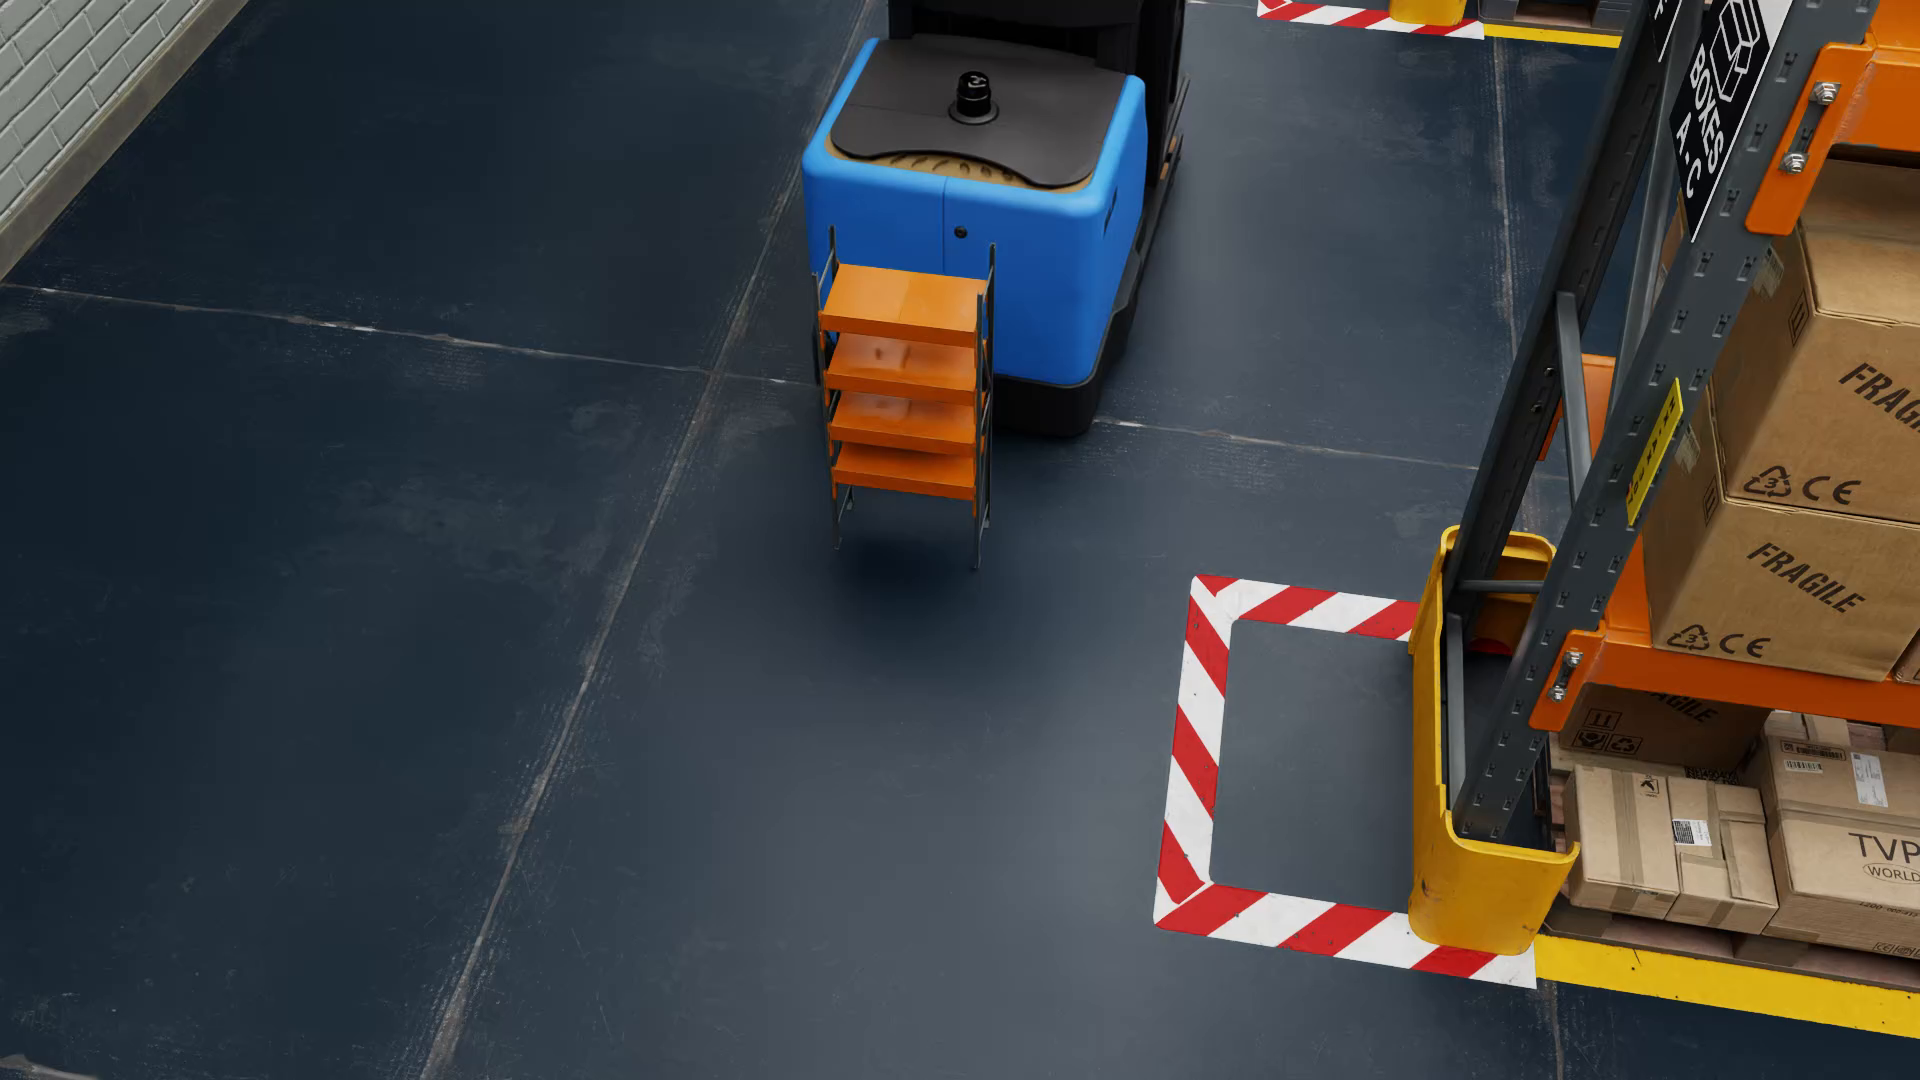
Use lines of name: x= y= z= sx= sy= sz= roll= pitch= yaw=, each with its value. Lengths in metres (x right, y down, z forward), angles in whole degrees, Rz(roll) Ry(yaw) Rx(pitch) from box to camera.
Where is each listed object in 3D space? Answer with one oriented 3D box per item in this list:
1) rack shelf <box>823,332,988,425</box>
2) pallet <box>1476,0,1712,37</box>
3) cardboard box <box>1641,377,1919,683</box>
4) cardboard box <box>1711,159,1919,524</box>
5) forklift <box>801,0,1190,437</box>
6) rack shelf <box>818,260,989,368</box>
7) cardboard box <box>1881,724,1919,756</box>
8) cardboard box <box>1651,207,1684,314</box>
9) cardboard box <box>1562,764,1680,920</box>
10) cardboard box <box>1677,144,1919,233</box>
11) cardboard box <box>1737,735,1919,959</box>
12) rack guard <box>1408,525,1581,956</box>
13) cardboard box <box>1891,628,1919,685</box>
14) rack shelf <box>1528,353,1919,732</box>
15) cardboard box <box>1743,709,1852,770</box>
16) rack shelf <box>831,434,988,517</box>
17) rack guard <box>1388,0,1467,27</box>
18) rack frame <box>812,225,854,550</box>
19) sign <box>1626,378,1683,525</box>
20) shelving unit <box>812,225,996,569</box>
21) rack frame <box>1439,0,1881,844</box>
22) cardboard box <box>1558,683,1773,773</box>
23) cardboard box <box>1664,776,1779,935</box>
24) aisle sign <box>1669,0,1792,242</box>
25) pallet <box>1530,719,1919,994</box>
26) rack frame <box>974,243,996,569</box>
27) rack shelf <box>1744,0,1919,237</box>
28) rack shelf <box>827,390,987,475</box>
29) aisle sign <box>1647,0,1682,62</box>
rack shelf: x=-0.163 y=-0.527 z=5.207 sx=0.480 sy=0.148 sz=0.258 roll=8 pitch=49 yaw=7
pallet: x=3.164 y=-2.837 z=8.157 sx=1.213 sy=0.211 sz=1.003 roll=8 pitch=49 yaw=7
cardboard box: x=1.864 y=-0.063 z=3.723 sx=0.500 sy=0.500 sz=0.500 roll=9 pitch=49 yaw=8
cardboard box: x=1.864 y=-0.397 z=3.351 sx=0.500 sy=0.500 sz=0.500 roll=9 pitch=49 yaw=8
forklift: x=0.331 y=-2.474 z=6.003 sx=1.130 sy=2.935 sz=3.031 roll=11 pitch=49 yaw=10
rack shelf: x=-0.163 y=-0.686 z=5.031 sx=0.480 sy=0.148 sz=0.258 roll=8 pitch=49 yaw=7
cardboard box: x=2.983 y=0.530 z=4.810 sx=0.500 sy=0.250 sz=0.500 roll=8 pitch=49 yaw=7
cardboard box: x=1.963 y=-0.454 z=4.075 sx=0.500 sy=0.500 sz=0.500 roll=9 pitch=49 yaw=8
cardboard box: x=1.825 y=0.832 z=4.607 sx=0.250 sy=0.149 sz=0.380 roll=8 pitch=49 yaw=7
cardboard box: x=1.961 y=-0.791 z=3.705 sx=0.500 sy=0.500 sz=0.500 roll=7 pitch=48 yaw=6
cardboard box: x=2.451 y=0.837 z=4.534 sx=0.500 sy=0.250 sz=0.500 roll=8 pitch=49 yaw=7
rack guard: x=1.549 y=0.564 z=4.907 sx=0.348 sy=0.500 sz=1.175 roll=8 pitch=49 yaw=7
cardboard box: x=2.373 y=0.002 z=3.665 sx=0.500 sy=0.500 sz=0.500 roll=7 pitch=48 yaw=6
rack shelf: x=3.442 y=0.224 z=4.016 sx=4.000 sy=0.370 sz=1.077 roll=8 pitch=49 yaw=7
cardboard box: x=2.436 y=0.530 z=4.866 sx=0.250 sy=0.166 sz=0.380 roll=8 pitch=49 yaw=7
rack shelf: x=-0.163 y=-0.245 z=5.521 sx=0.480 sy=0.148 sz=0.258 roll=8 pitch=49 yaw=7
rack guard: x=2.333 y=-3.064 z=8.167 sx=0.348 sy=0.500 sz=1.175 roll=8 pitch=49 yaw=7
rack frame: x=-0.403 y=-0.455 z=5.352 sx=0.015 sy=1.200 sz=0.240 roll=8 pitch=49 yaw=7
sign: x=1.378 y=-0.173 z=3.307 sx=0.005 sy=0.325 sz=0.100 roll=8 pitch=49 yaw=7
shelving unit: x=-0.163 y=-0.423 z=5.323 sx=0.503 sy=1.200 sz=0.258 roll=8 pitch=49 yaw=7
rack frame: x=1.474 y=-0.281 z=3.986 sx=0.127 sy=3.000 sz=1.000 roll=8 pitch=49 yaw=7
cardboard box: x=2.053 y=0.299 z=4.849 sx=0.500 sy=0.500 sz=0.500 roll=8 pitch=49 yaw=7
cardboard box: x=2.071 y=0.859 z=4.571 sx=0.250 sy=0.166 sz=0.380 roll=8 pitch=49 yaw=7
aisle sign: x=1.355 y=-0.944 z=2.834 sx=0.004 sy=0.787 sz=0.394 roll=8 pitch=49 yaw=7
pallet: x=2.334 y=0.766 z=4.920 sx=1.213 sy=0.211 sz=1.003 roll=8 pitch=49 yaw=7
rack frame: x=0.077 y=-0.391 z=5.294 sx=0.015 sy=1.200 sz=0.240 roll=8 pitch=49 yaw=7
rack shelf: x=3.442 y=-0.779 z=2.900 sx=4.000 sy=0.370 sz=1.077 roll=8 pitch=49 yaw=7
rack shelf: x=-0.163 y=-0.378 z=5.373 sx=0.480 sy=0.148 sz=0.258 roll=8 pitch=49 yaw=7
aisle sign: x=1.462 y=-1.383 z=3.229 sx=0.004 sy=0.787 sz=0.394 roll=8 pitch=49 yaw=7
